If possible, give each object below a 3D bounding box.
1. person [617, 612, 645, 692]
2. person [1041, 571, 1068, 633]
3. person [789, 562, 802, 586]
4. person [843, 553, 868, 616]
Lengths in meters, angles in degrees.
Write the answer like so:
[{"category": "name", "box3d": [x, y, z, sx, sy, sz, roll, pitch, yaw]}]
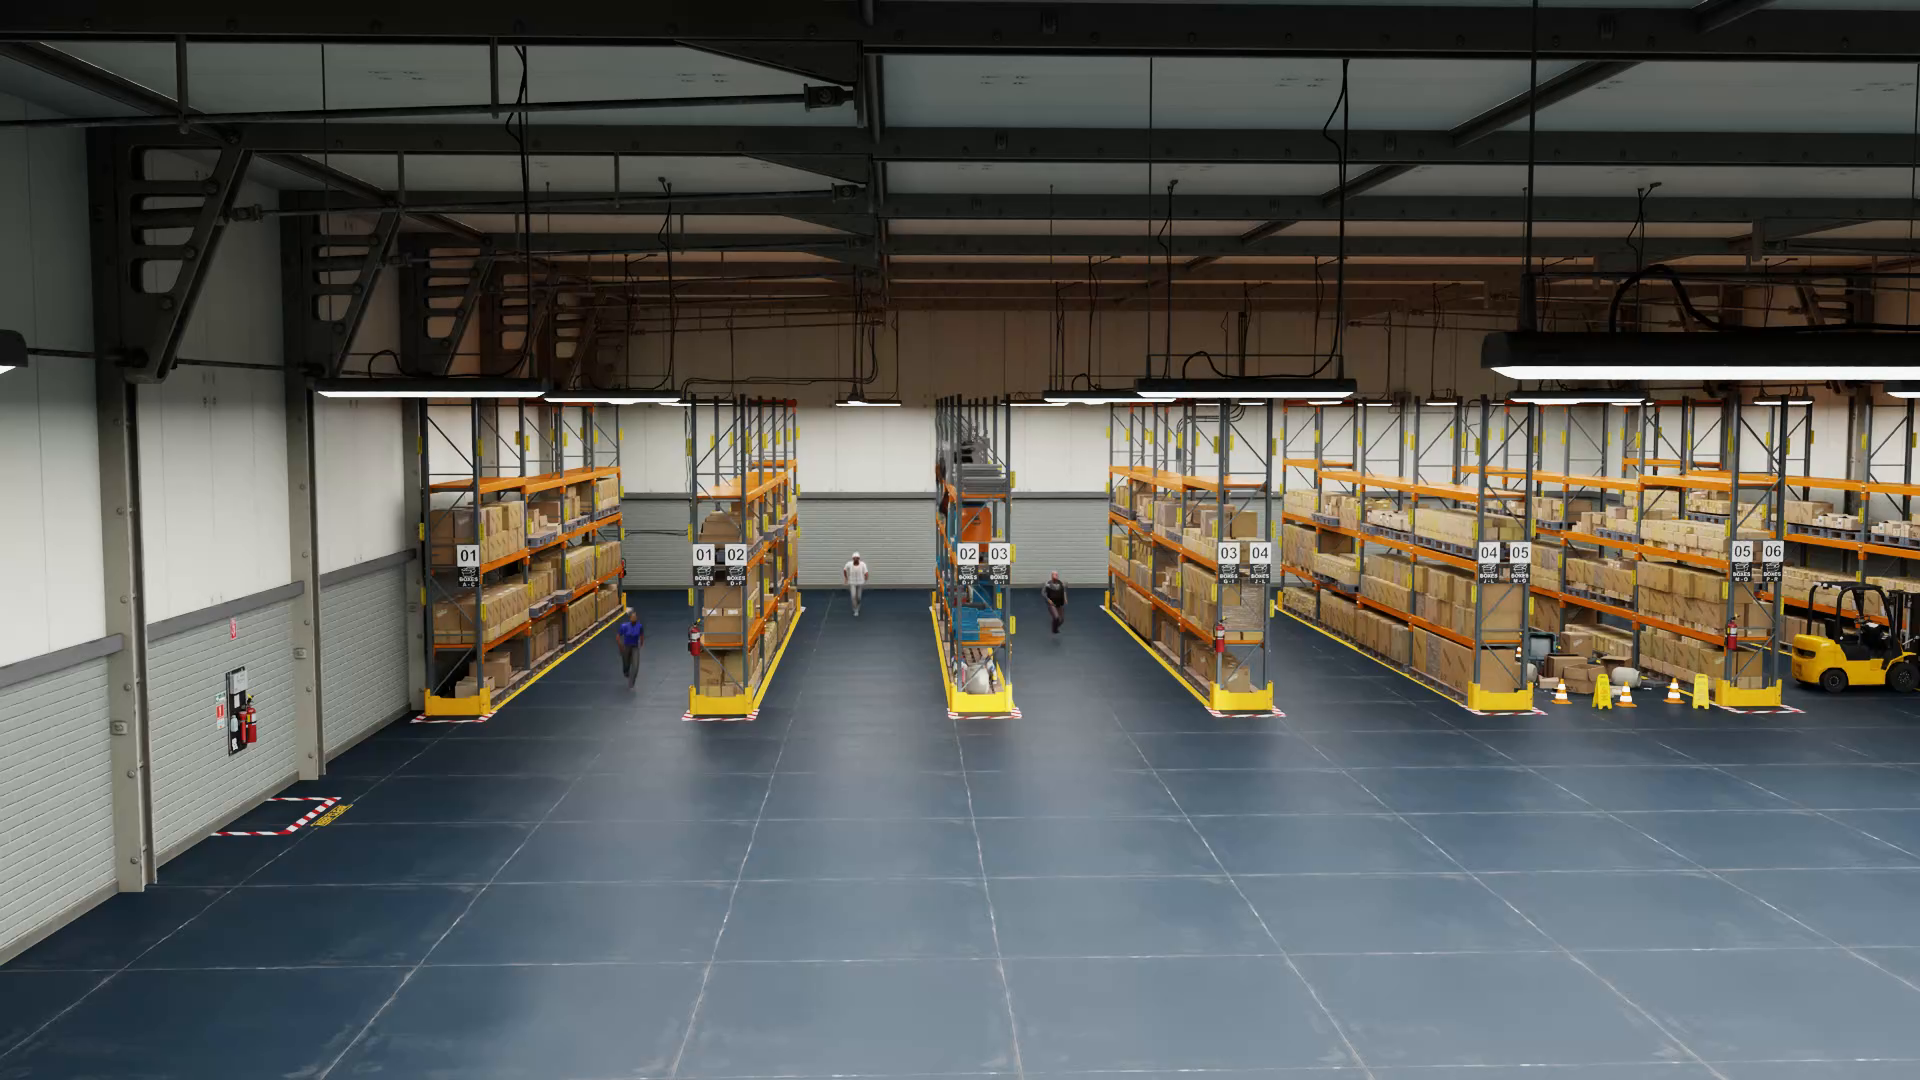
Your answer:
[{"category": "person", "box3d": [-6.738, 2.274, 34.041, 0.584, 1.628, 0.814, -2, 5, -21]}, {"category": "person", "box3d": [2.324, 1.527, 40.578, 0.660, 1.544, 0.722, -1, 5, -16]}, {"category": "person", "box3d": [-4.990, 1.092, 48.338, 0.756, 1.719, 0.709, 1, 5, 16]}, {"category": "person", "box3d": [-2.900, 1.213, 46.347, 0.679, 1.750, 0.911, -1, 5, -8]}]
